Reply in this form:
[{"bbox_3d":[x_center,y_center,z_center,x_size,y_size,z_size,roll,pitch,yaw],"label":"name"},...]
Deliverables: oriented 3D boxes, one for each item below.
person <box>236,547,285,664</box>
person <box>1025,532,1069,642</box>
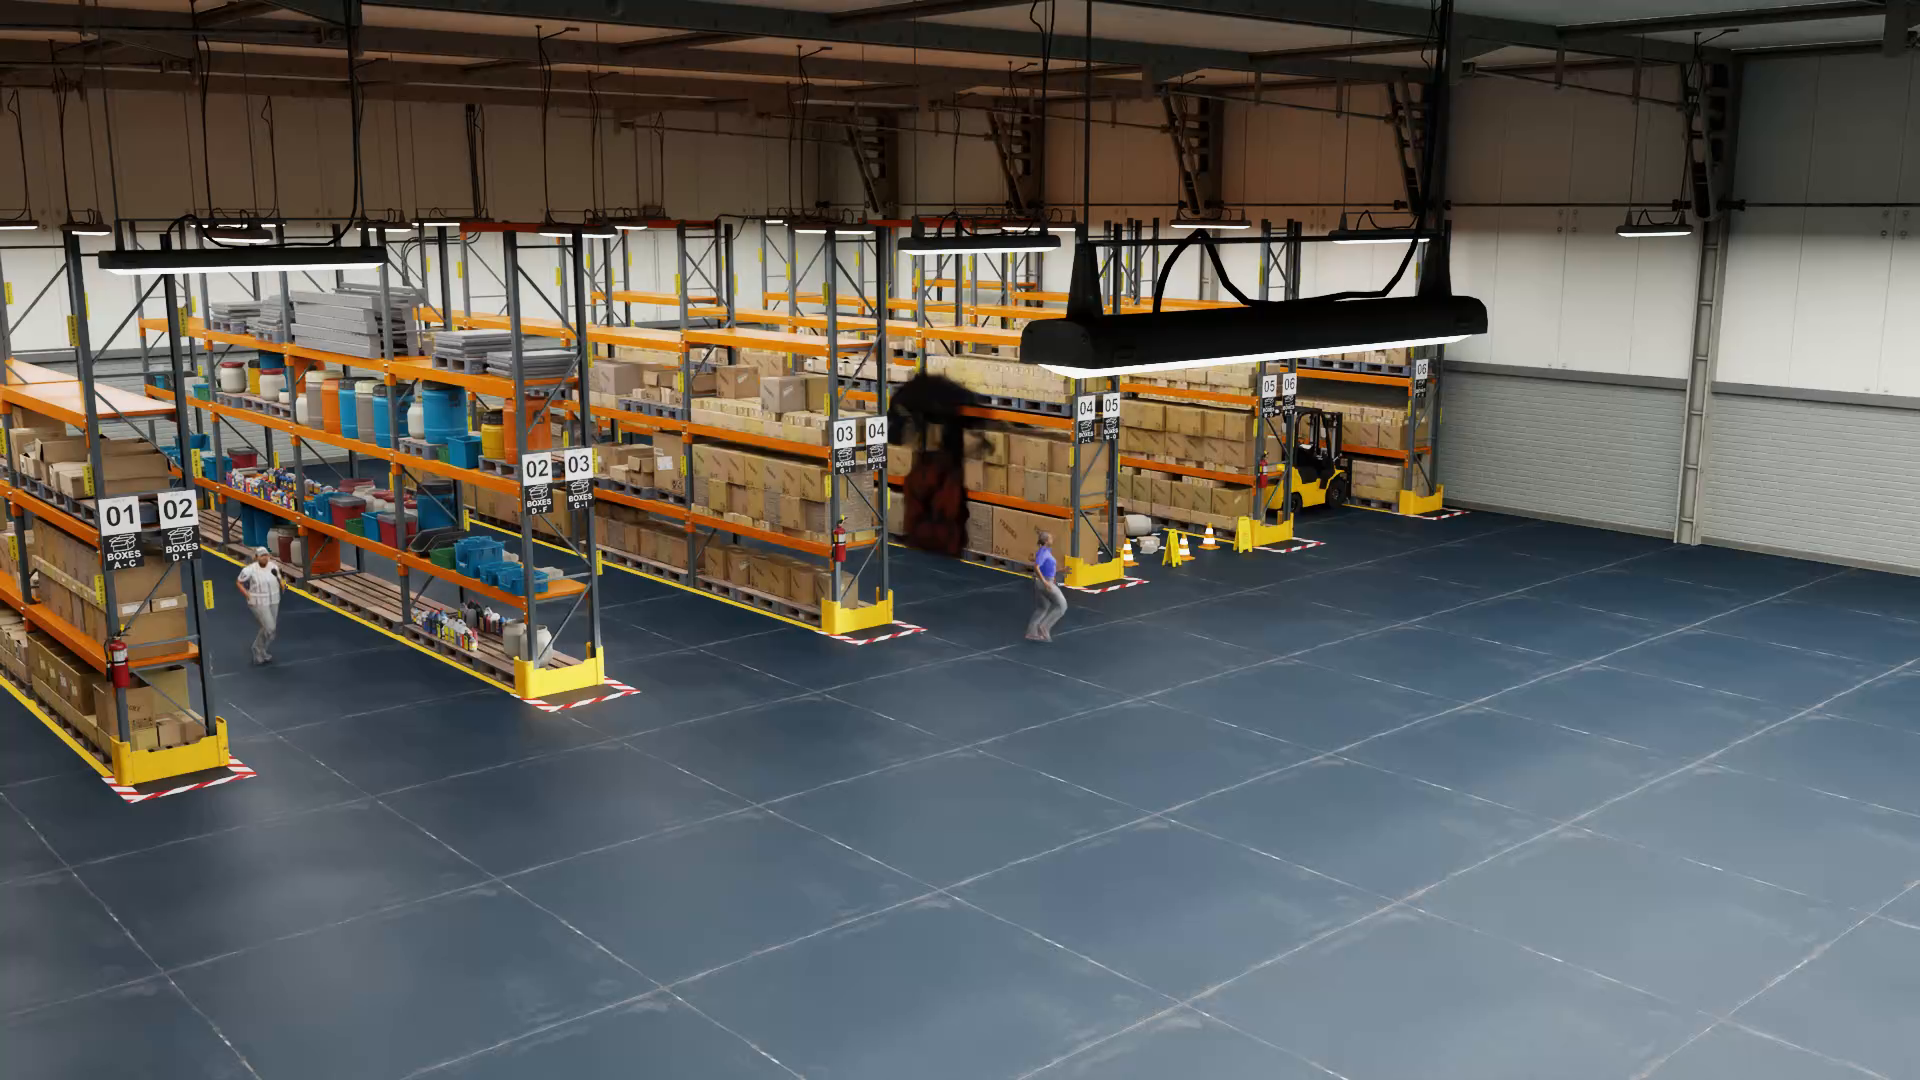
[{"bbox_3d":[-9.697,0.905,23.255,0.637,1.658,0.581,8,14,35],"label":"person"},{"bbox_3d":[1.290,0.688,24.317,0.655,1.620,0.554,-3,12,-13],"label":"person"}]
